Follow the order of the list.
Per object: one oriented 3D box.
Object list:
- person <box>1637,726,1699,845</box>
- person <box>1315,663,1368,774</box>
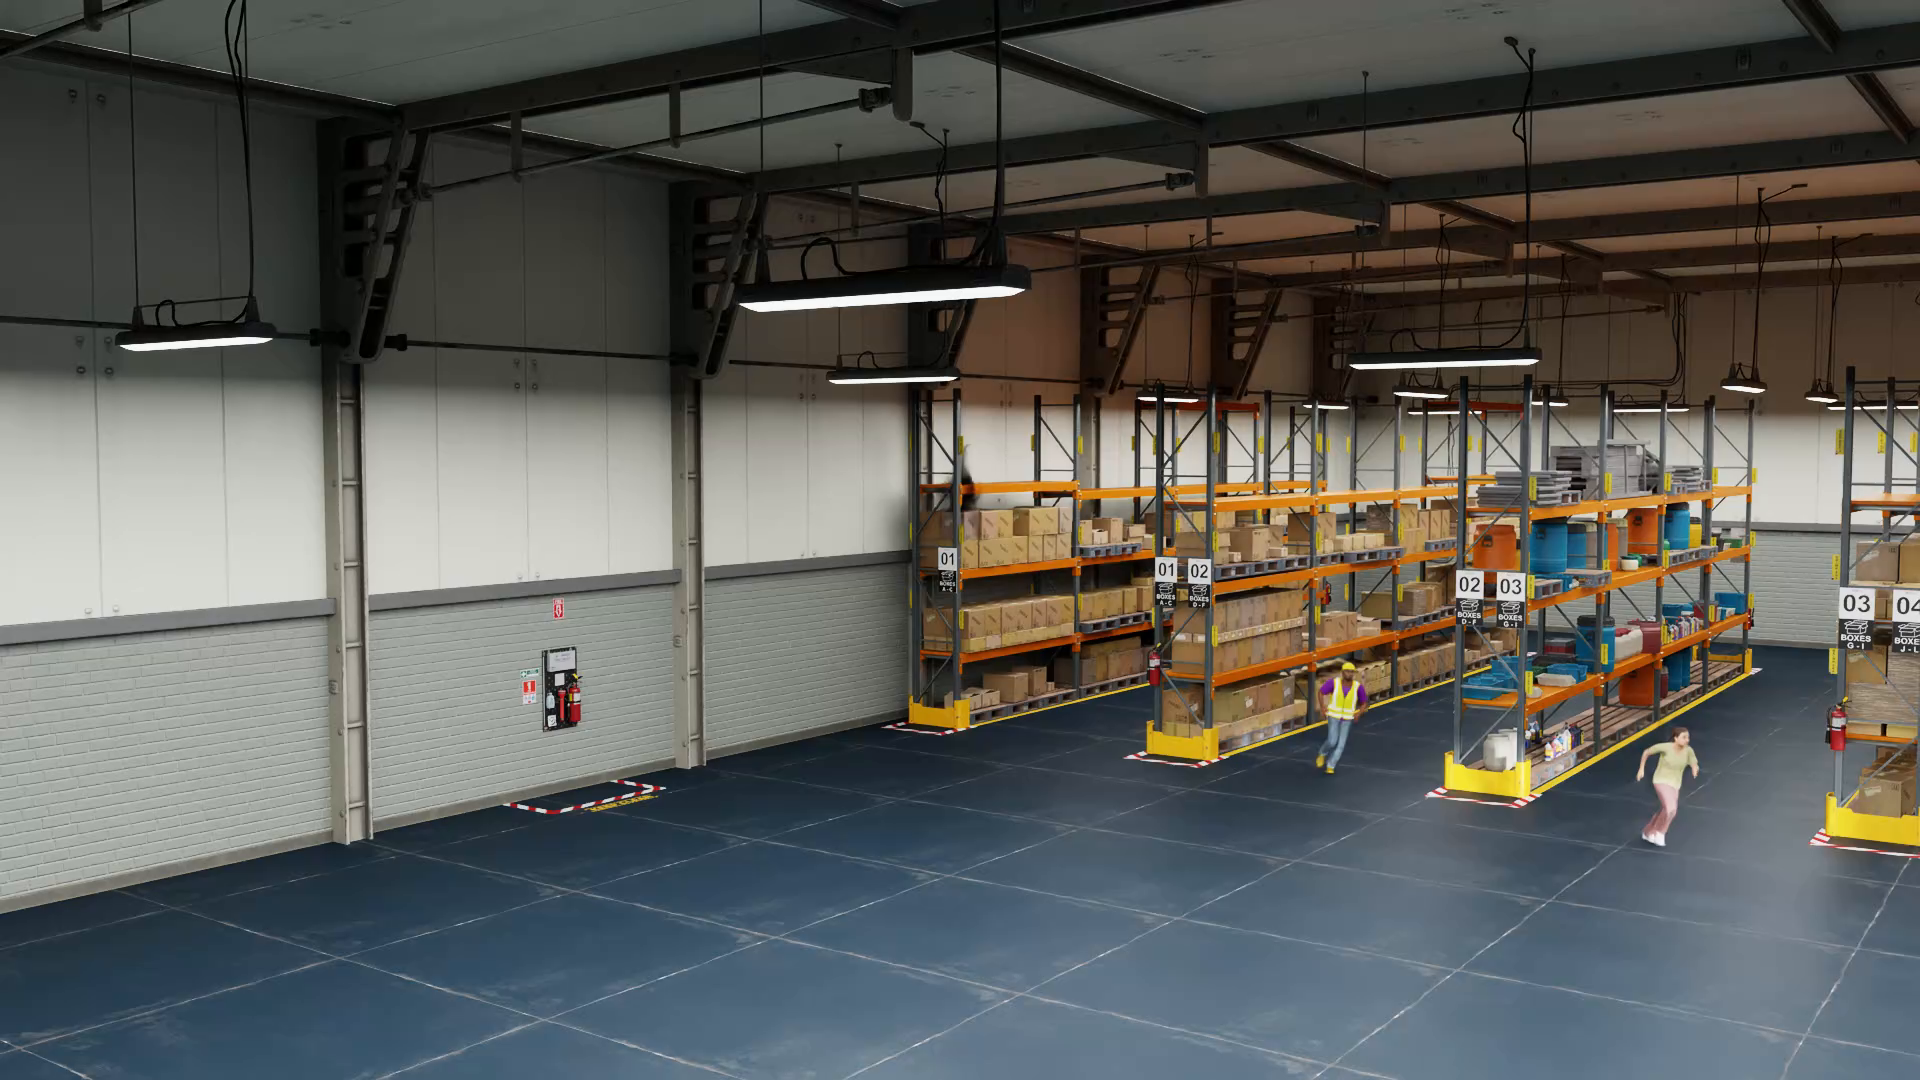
[{"bbox_3d":[8.792,3.042,20.616,0.591,1.538,0.903,-1,3,-11],"label":"person"},{"bbox_3d":[5.831,2.711,25.321,0.743,1.712,0.561,0,3,0],"label":"person"}]
